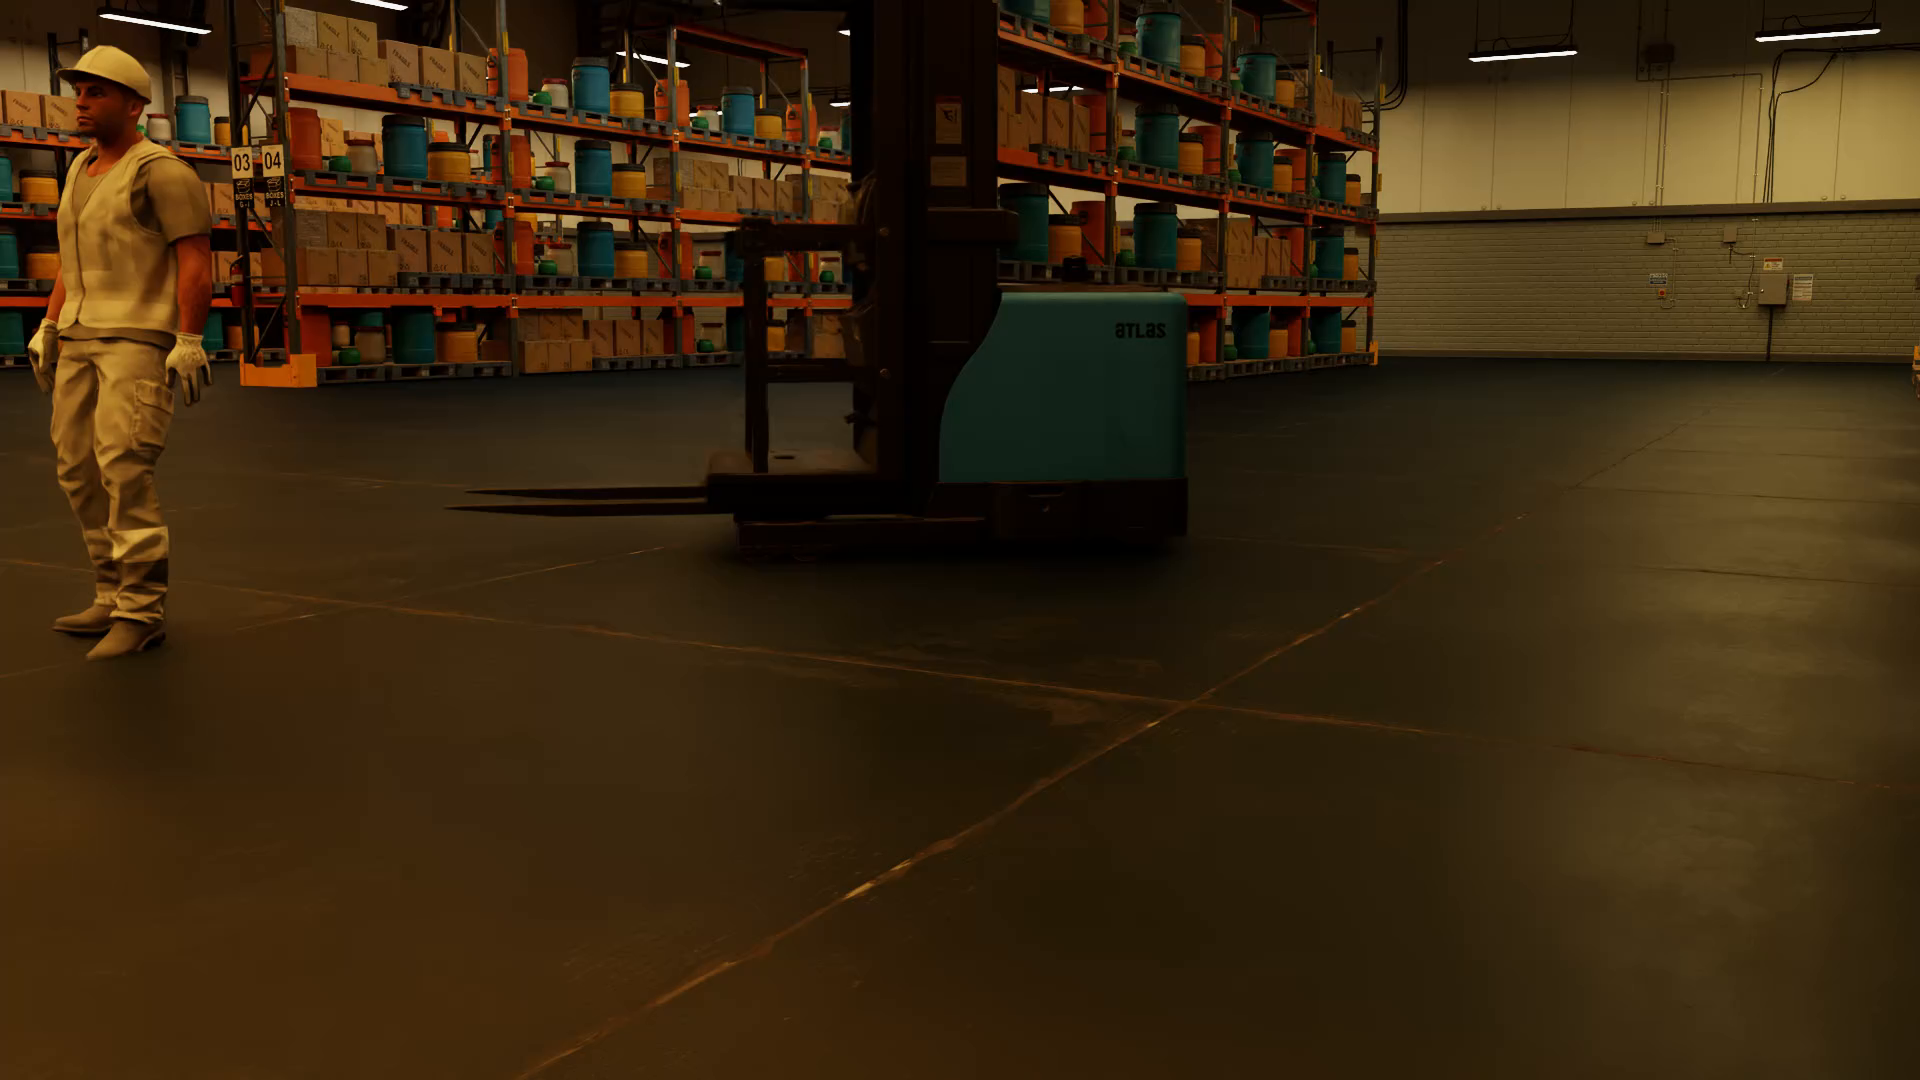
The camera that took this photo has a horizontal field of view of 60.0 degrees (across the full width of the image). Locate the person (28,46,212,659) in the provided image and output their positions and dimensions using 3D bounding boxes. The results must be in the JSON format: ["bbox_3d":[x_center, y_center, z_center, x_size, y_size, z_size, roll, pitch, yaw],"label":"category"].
[{"bbox_3d":[-2.599,-0.564,5.017,0.630,1.814,0.506,4,9,28],"label":"person"}]

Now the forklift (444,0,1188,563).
[{"bbox_3d":[-0.610,-1.437,7.002,3.031,2.935,1.130,-1,8,-9],"label":"forklift"}]
